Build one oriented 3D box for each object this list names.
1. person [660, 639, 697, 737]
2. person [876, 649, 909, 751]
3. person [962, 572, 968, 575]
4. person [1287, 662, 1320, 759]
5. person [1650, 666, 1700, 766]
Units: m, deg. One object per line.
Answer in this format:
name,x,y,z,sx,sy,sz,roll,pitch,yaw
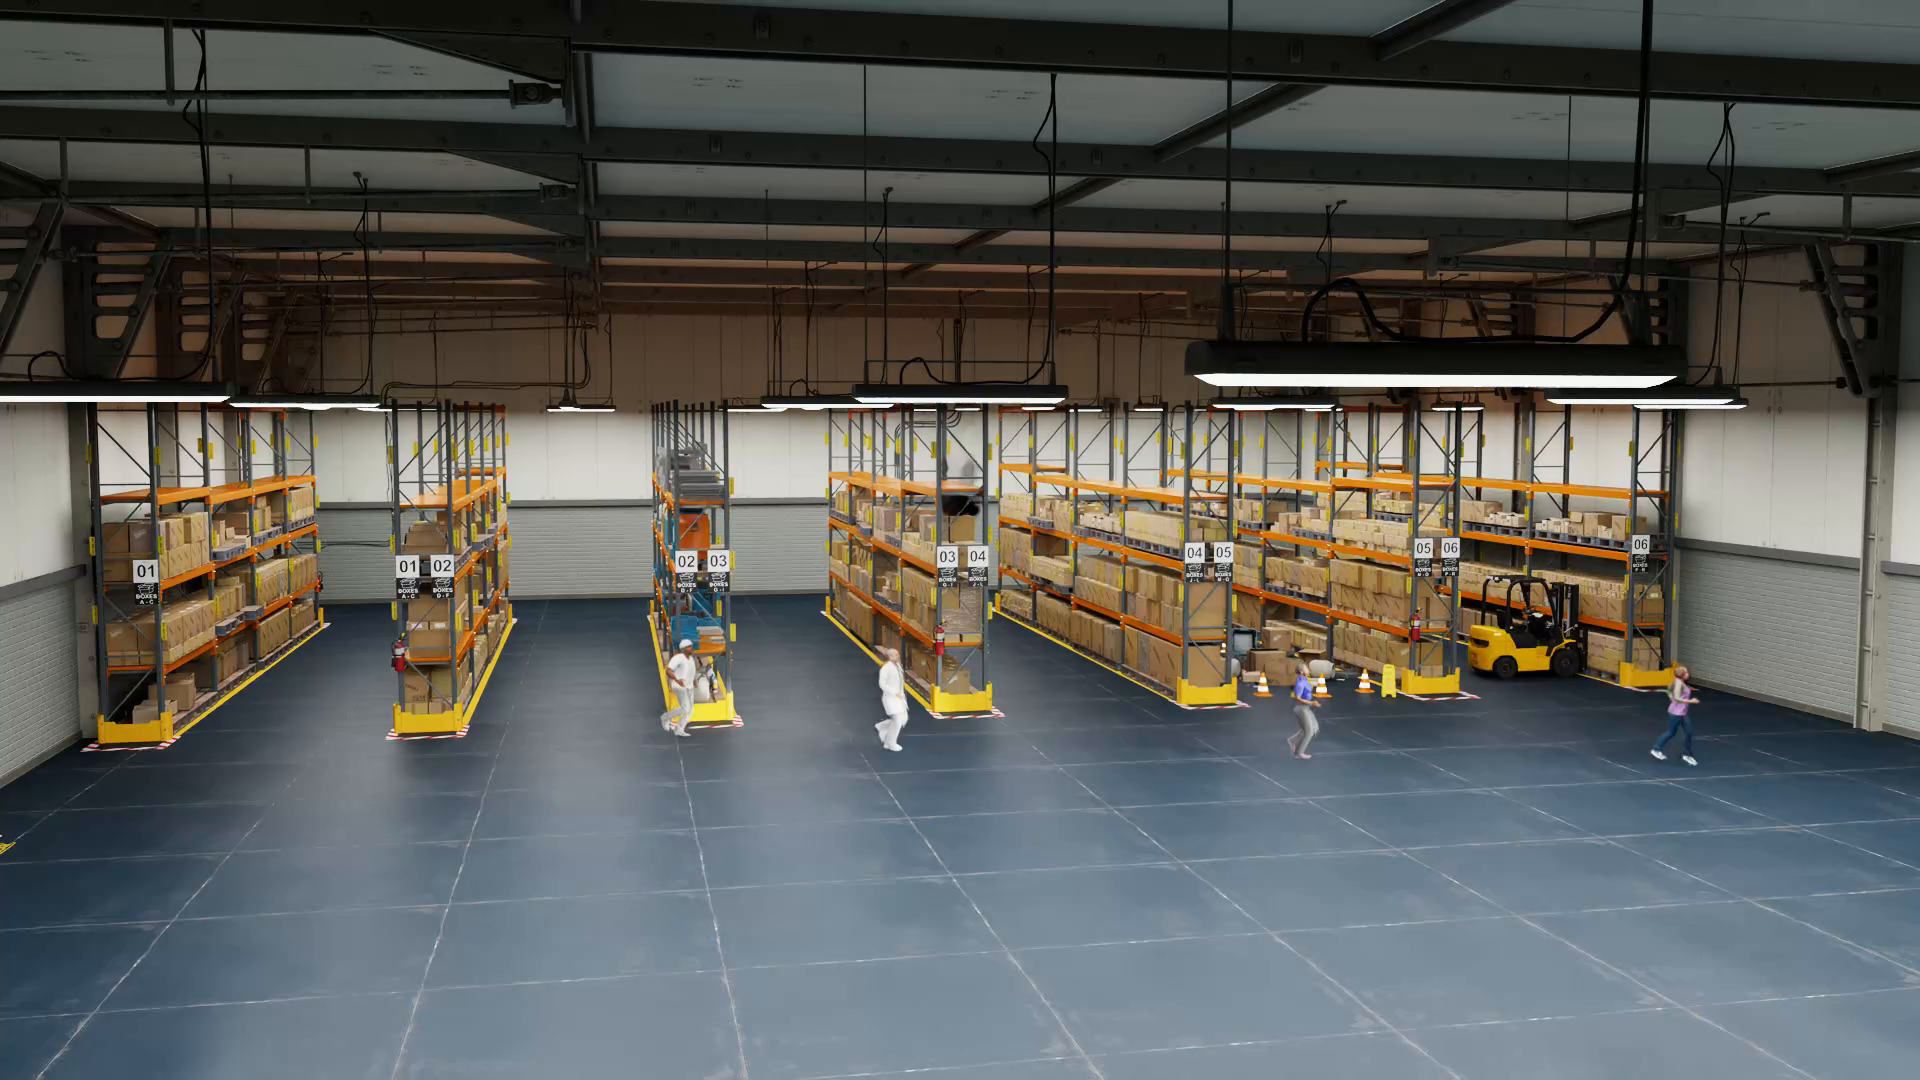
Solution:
person,-5.004,2.634,29.787,0.570,1.720,0.708,2,5,24
person,-1.179,2.717,28.455,0.658,1.737,0.727,2,5,23
person,0.226,1.373,46.462,0.675,1.722,0.583,-1,4,-8
person,5.726,2.834,27.634,0.572,1.608,0.571,1,5,17
person,11.731,2.881,27.263,0.731,1.618,0.524,3,5,35
